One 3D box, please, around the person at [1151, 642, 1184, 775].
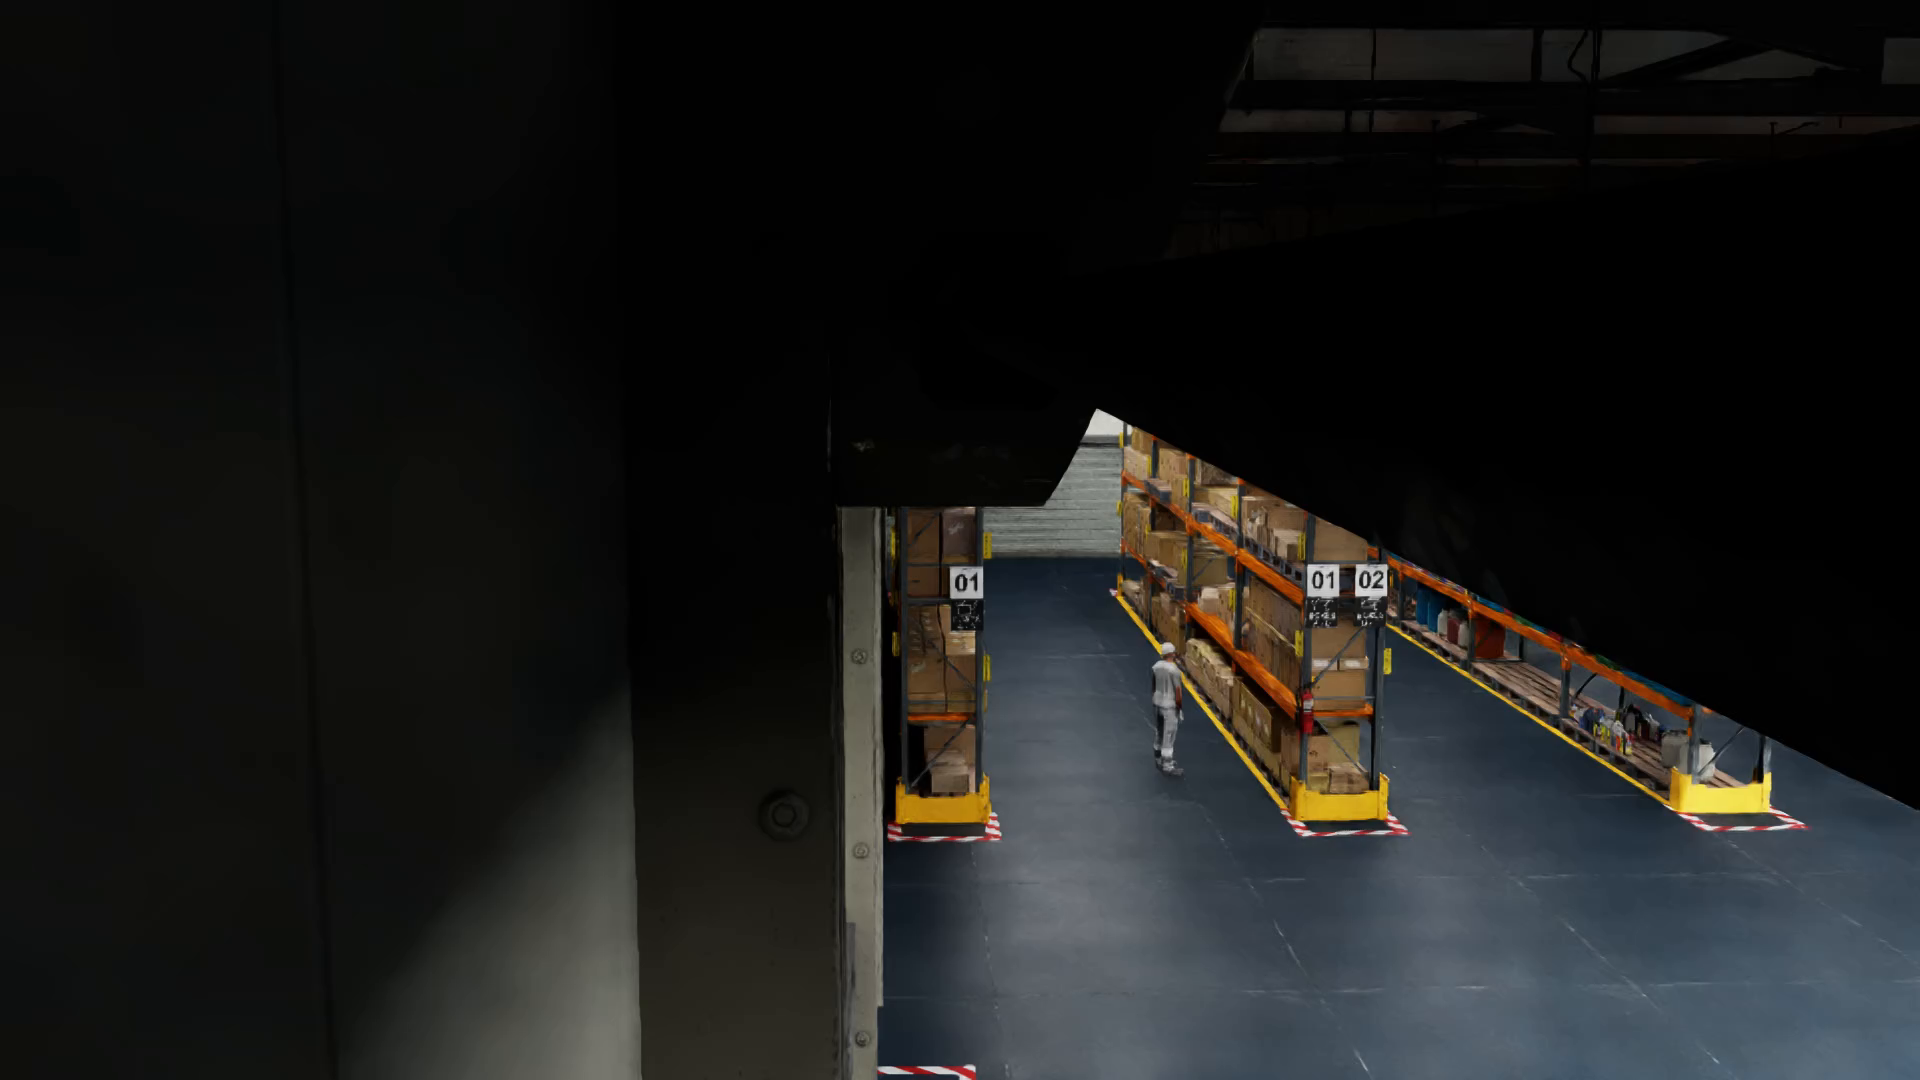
[{"bbox_3d":[2.851,2.261,22.616,0.442,1.792,0.601,-5,10,-33],"label":"person"}]
